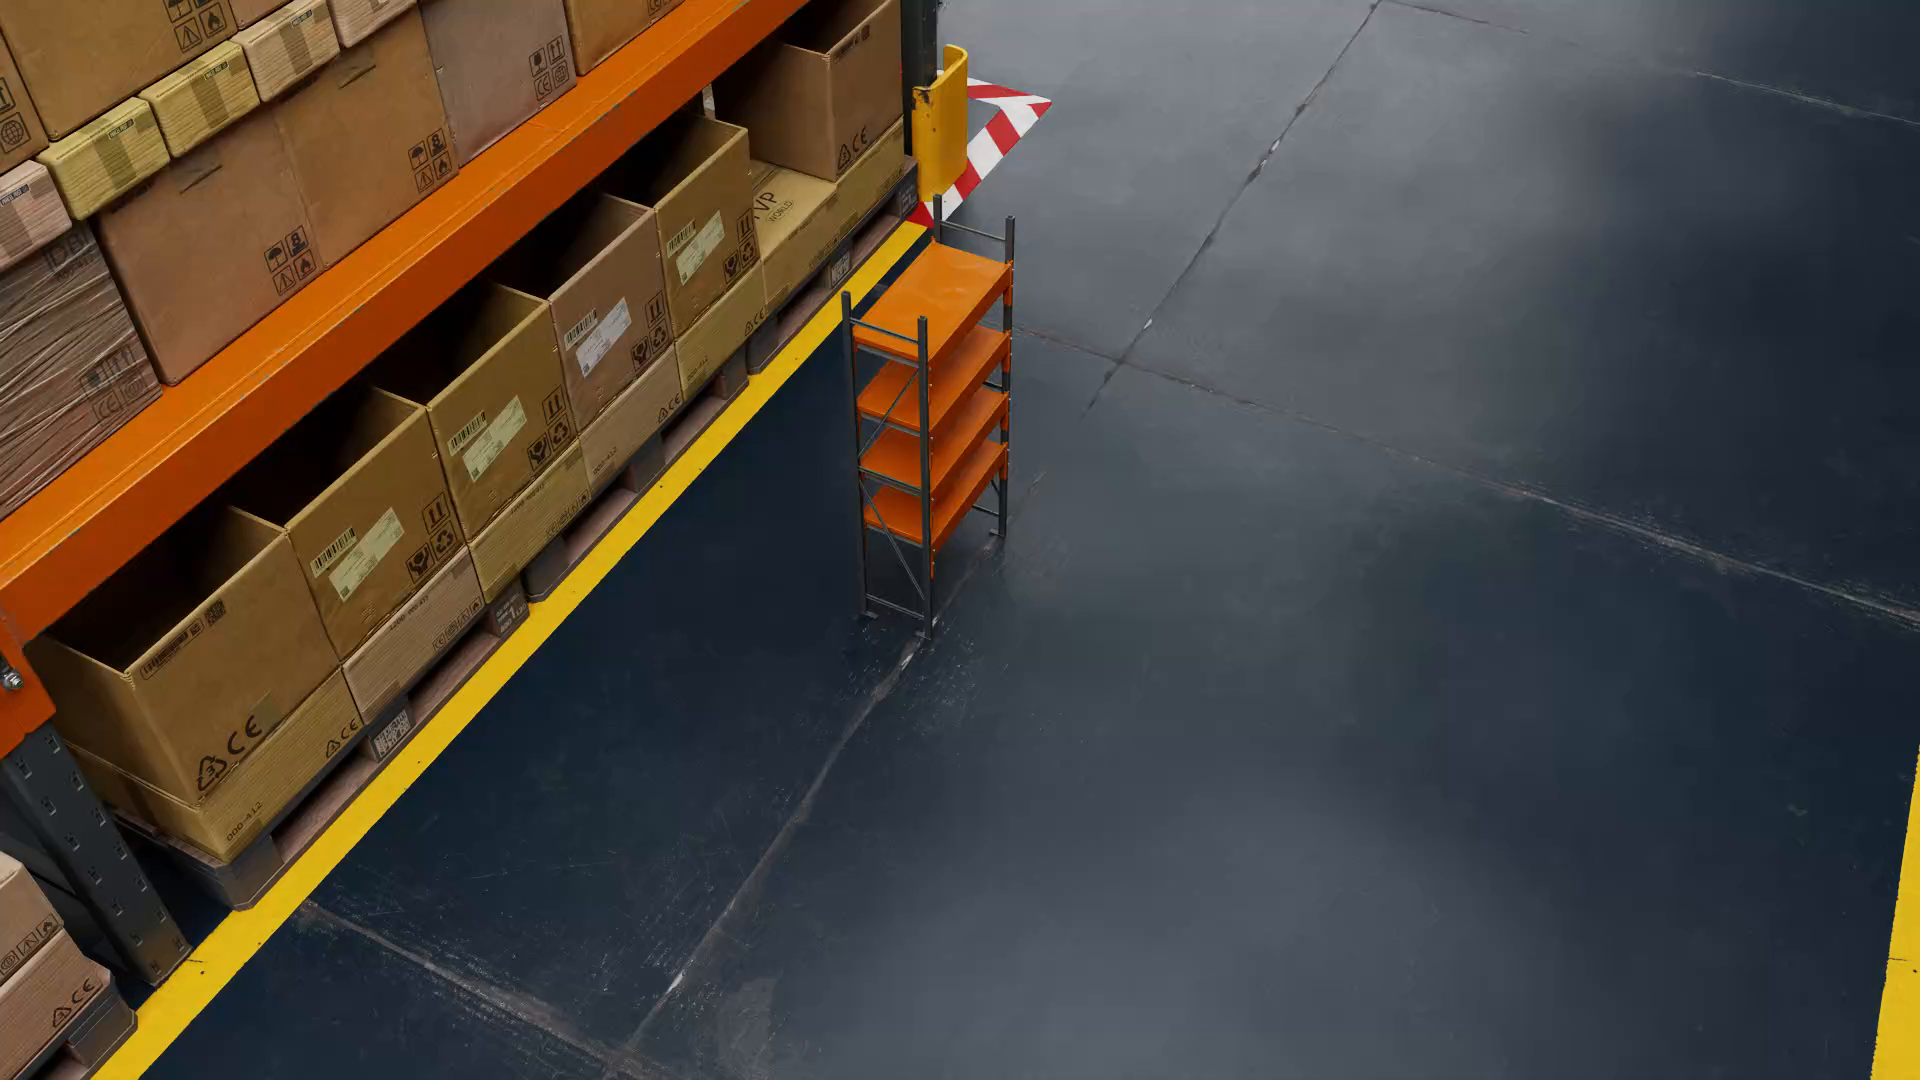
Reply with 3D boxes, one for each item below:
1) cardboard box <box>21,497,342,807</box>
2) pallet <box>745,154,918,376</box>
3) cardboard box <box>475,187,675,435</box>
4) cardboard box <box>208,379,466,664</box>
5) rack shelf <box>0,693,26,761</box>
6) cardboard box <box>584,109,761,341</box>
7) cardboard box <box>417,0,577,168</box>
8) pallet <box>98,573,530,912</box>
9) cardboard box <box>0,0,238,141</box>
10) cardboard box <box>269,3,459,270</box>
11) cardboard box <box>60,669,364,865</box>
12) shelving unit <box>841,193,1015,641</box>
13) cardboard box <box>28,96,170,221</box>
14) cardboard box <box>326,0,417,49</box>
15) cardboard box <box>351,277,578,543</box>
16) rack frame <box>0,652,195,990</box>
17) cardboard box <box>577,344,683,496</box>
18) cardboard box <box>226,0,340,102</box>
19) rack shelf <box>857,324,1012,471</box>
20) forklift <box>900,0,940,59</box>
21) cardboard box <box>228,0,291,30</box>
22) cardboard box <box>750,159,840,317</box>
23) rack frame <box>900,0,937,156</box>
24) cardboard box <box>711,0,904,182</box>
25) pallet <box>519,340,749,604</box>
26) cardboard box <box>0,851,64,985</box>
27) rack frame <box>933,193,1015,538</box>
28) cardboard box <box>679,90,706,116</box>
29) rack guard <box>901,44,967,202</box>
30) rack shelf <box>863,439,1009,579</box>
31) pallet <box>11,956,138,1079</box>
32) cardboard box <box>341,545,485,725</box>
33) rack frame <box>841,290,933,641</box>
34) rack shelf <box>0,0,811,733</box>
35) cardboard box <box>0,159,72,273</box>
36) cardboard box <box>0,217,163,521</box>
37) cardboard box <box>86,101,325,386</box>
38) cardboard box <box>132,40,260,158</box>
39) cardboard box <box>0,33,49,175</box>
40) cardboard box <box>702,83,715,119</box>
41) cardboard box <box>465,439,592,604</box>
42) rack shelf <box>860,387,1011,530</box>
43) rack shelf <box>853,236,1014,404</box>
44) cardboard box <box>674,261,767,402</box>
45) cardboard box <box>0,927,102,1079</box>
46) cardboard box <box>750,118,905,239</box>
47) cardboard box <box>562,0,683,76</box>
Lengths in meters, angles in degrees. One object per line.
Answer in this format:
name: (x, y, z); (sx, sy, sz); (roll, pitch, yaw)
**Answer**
cardboard box: (-1.922, 0.228, 4.026); (0.500, 0.500, 0.500); (20, 49, 19)
pallet: (-0.875, -1.183, 6.270); (1.003, 0.211, 1.213); (20, 49, 19)
cardboard box: (-1.227, -0.718, 4.961); (0.500, 0.500, 0.500); (20, 49, 19)
cardboard box: (-1.696, -0.089, 4.340); (0.500, 0.500, 0.500); (20, 49, 19)
rack shelf: (-3.343, 1.374, 2.288); (1.077, 0.370, 4.000); (20, 49, 19)
cardboard box: (-0.994, -1.032, 5.272); (0.500, 0.500, 0.500); (20, 49, 19)
cardboard box: (-1.502, -1.427, 4.481); (0.700, 0.500, 0.500); (22, 49, 20)
pallet: (-2.008, 0.355, 4.751); (1.003, 0.211, 1.213); (20, 49, 19)
cardboard box: (-1.980, -1.230, 3.374); (0.700, 0.500, 0.500); (20, 49, 19)
cardboard box: (-1.738, -1.104, 4.162); (0.700, 0.500, 0.500); (21, 49, 20)
cardboard box: (-1.930, 0.488, 4.296); (0.500, 0.250, 0.500); (20, 49, 19)
shelving unit: (-0.077, -0.317, 4.720); (0.258, 1.200, 0.503); (20, 49, 19)
cardboard box: (-1.883, -0.828, 3.433); (0.380, 0.149, 0.250); (19, 48, 18)
cardboard box: (-1.523, -1.320, 3.919); (0.380, 0.149, 0.250); (19, 48, 18)
cardboard box: (-1.457, -0.402, 4.649); (0.500, 0.500, 0.500); (20, 49, 19)
rack frame: (-2.414, -0.138, 3.278); (1.000, 3.000, 0.127); (20, 49, 19)
cardboard box: (-1.230, -0.455, 5.229); (0.500, 0.250, 0.500); (20, 49, 19)
cardboard box: (-1.645, -1.151, 3.752); (0.380, 0.149, 0.250); (19, 48, 18)
rack shelf: (-0.077, -0.427, 4.609); (0.258, 0.148, 0.480); (20, 49, 19)
forklift: (-1.602, -3.522, 6.671); (3.031, 2.935, 1.130); (4, 45, 4)
cardboard box: (-1.747, -1.545, 3.686); (0.700, 0.500, 0.500); (20, 49, 19)
cardboard box: (-0.766, -1.085, 5.851); (0.500, 0.250, 0.500); (20, 49, 19)
rack frame: (-0.557, -2.658, 5.768); (1.000, 3.000, 0.127); (20, 49, 19)
cardboard box: (-0.543, -1.667, 5.899); (0.500, 0.500, 0.500); (20, 49, 19)
pallet: (-1.443, -0.417, 5.513); (1.003, 0.211, 1.213); (20, 49, 19)
cardboard box: (-2.348, 0.833, 3.561); (0.500, 0.311, 0.500); (20, 49, 19)
rack frame: (0.036, -0.471, 4.872); (0.240, 1.200, 0.015); (20, 49, 19)
cardboard box: (-1.234, -1.523, 5.757); (0.500, 0.500, 0.500); (20, 49, 19)
rack guard: (-0.546, -1.795, 6.672); (1.175, 0.500, 0.348); (20, 49, 19)
rack shelf: (-0.077, -0.131, 4.909); (0.258, 0.148, 0.480); (20, 49, 19)
pallet: (-2.722, 1.319, 3.798); (1.003, 0.211, 1.213); (20, 49, 19)
cardboard box: (-1.694, 0.175, 4.606); (0.500, 0.250, 0.500); (20, 49, 19)
rack frame: (-0.190, -0.164, 4.568); (0.240, 1.200, 0.015); (20, 49, 19)
rack shelf: (-1.486, -1.145, 4.779); (1.077, 0.370, 4.000); (20, 49, 19)
cardboard box: (-2.002, -0.665, 3.272); (0.380, 0.149, 0.250); (21, 49, 20)
cardboard box: (-2.214, -0.455, 3.521); (0.700, 0.500, 0.500); (19, 48, 18)
cardboard box: (-1.975, -0.790, 3.851); (0.700, 0.500, 0.500); (20, 49, 19)
cardboard box: (-1.763, -0.994, 3.597); (0.380, 0.149, 0.250); (20, 49, 19)
cardboard box: (-2.214, -0.911, 3.059); (0.700, 0.500, 0.500); (21, 49, 19)
cardboard box: (-1.003, -1.575, 6.336); (0.500, 0.250, 0.500); (20, 49, 19)
cardboard box: (-1.457, -0.138, 4.915); (0.500, 0.250, 0.500); (20, 49, 19)
rack shelf: (-0.077, -0.270, 4.768); (0.258, 0.148, 0.480); (20, 49, 19)
rack shelf: (-0.077, -0.594, 4.441); (0.258, 0.148, 0.480); (20, 49, 19)
cardboard box: (-0.997, -0.769, 5.539); (0.500, 0.250, 0.500); (20, 49, 19)
cardboard box: (-2.350, 1.037, 3.754); (0.500, 0.250, 0.500); (20, 49, 19)
cardboard box: (-0.545, -1.404, 6.167); (0.500, 0.250, 0.500); (20, 49, 19)
cardboard box: (-1.261, -1.760, 4.810); (0.700, 0.500, 0.500); (21, 49, 19)
